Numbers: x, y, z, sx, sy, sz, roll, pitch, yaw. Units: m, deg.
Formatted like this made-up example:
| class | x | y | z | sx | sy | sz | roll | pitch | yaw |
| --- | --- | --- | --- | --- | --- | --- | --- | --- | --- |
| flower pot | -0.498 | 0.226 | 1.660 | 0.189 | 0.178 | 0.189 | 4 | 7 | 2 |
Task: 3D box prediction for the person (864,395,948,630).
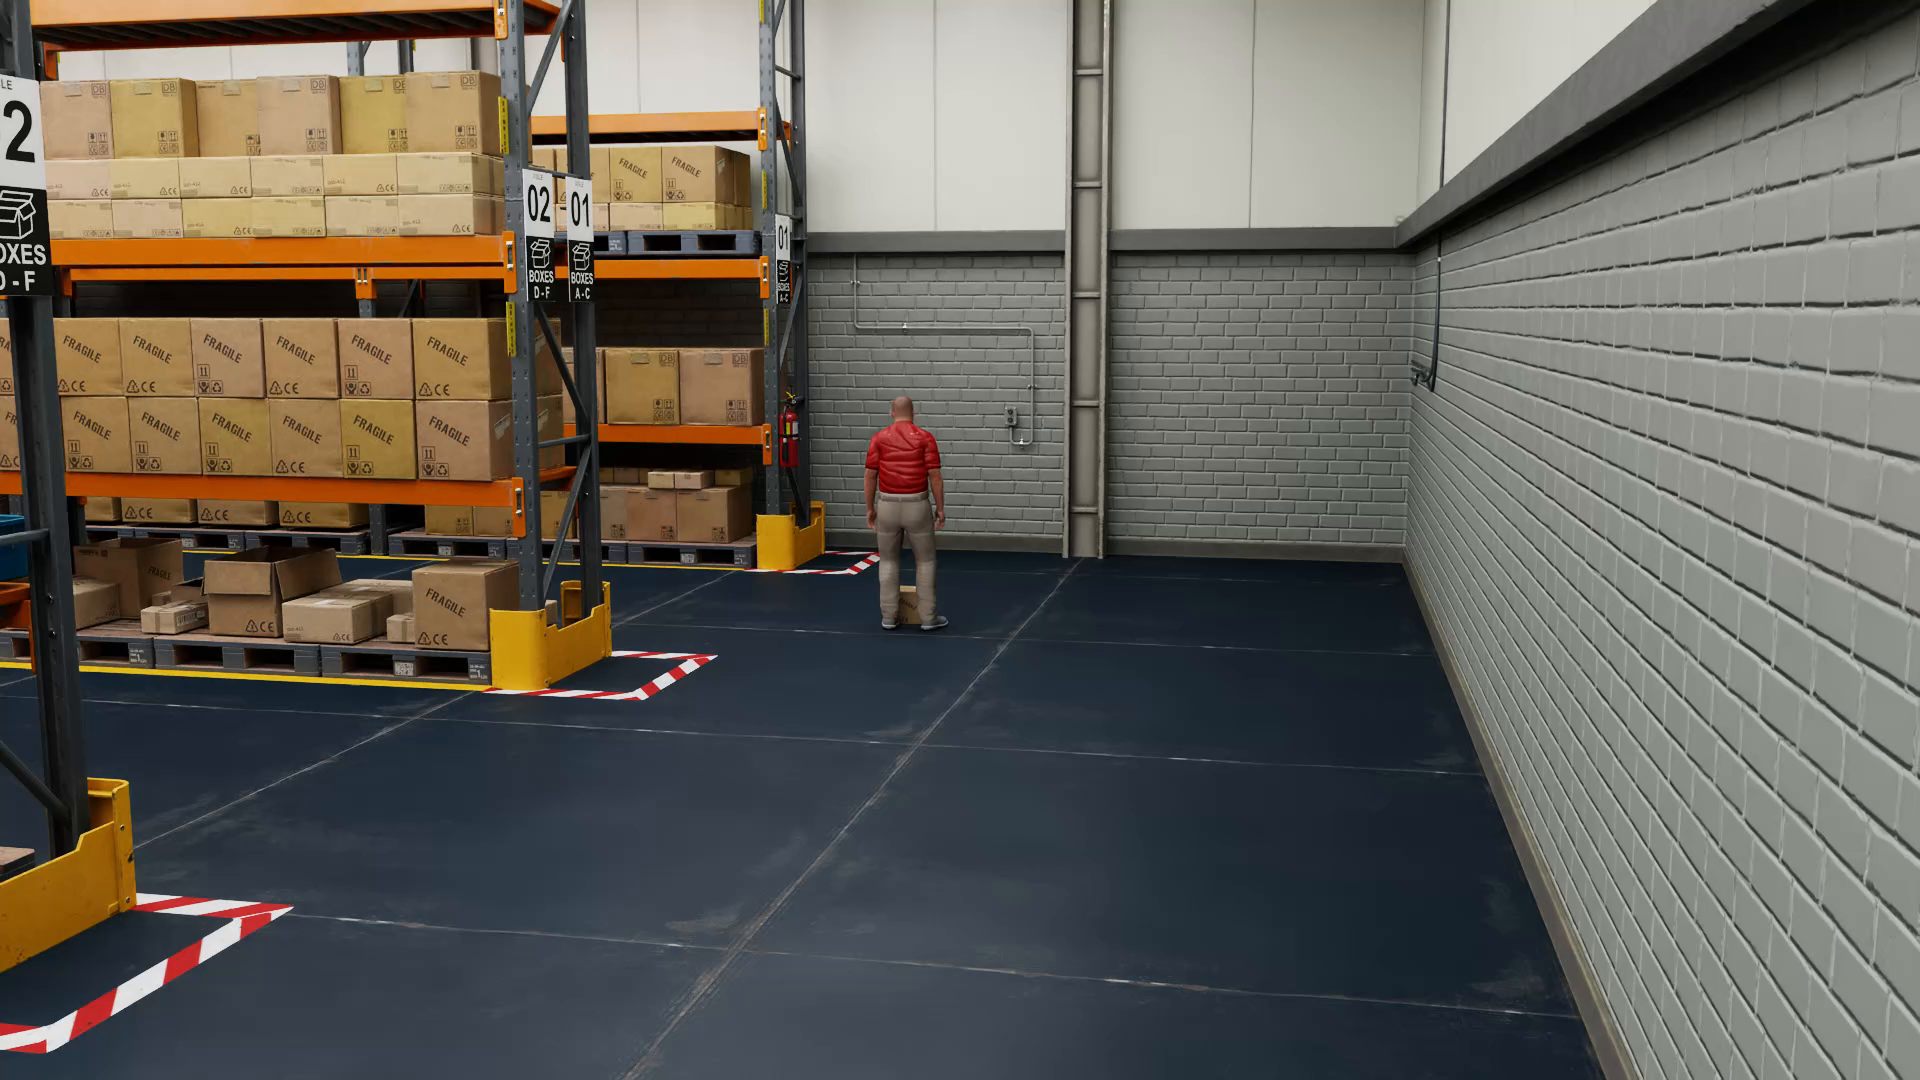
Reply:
| class | x | y | z | sx | sy | sz | roll | pitch | yaw |
| --- | --- | --- | --- | --- | --- | --- | --- | --- | --- |
| person | -0.405 | -0.203 | 12.323 | 0.602 | 1.728 | 0.384 | 1 | 8 | 9 |
